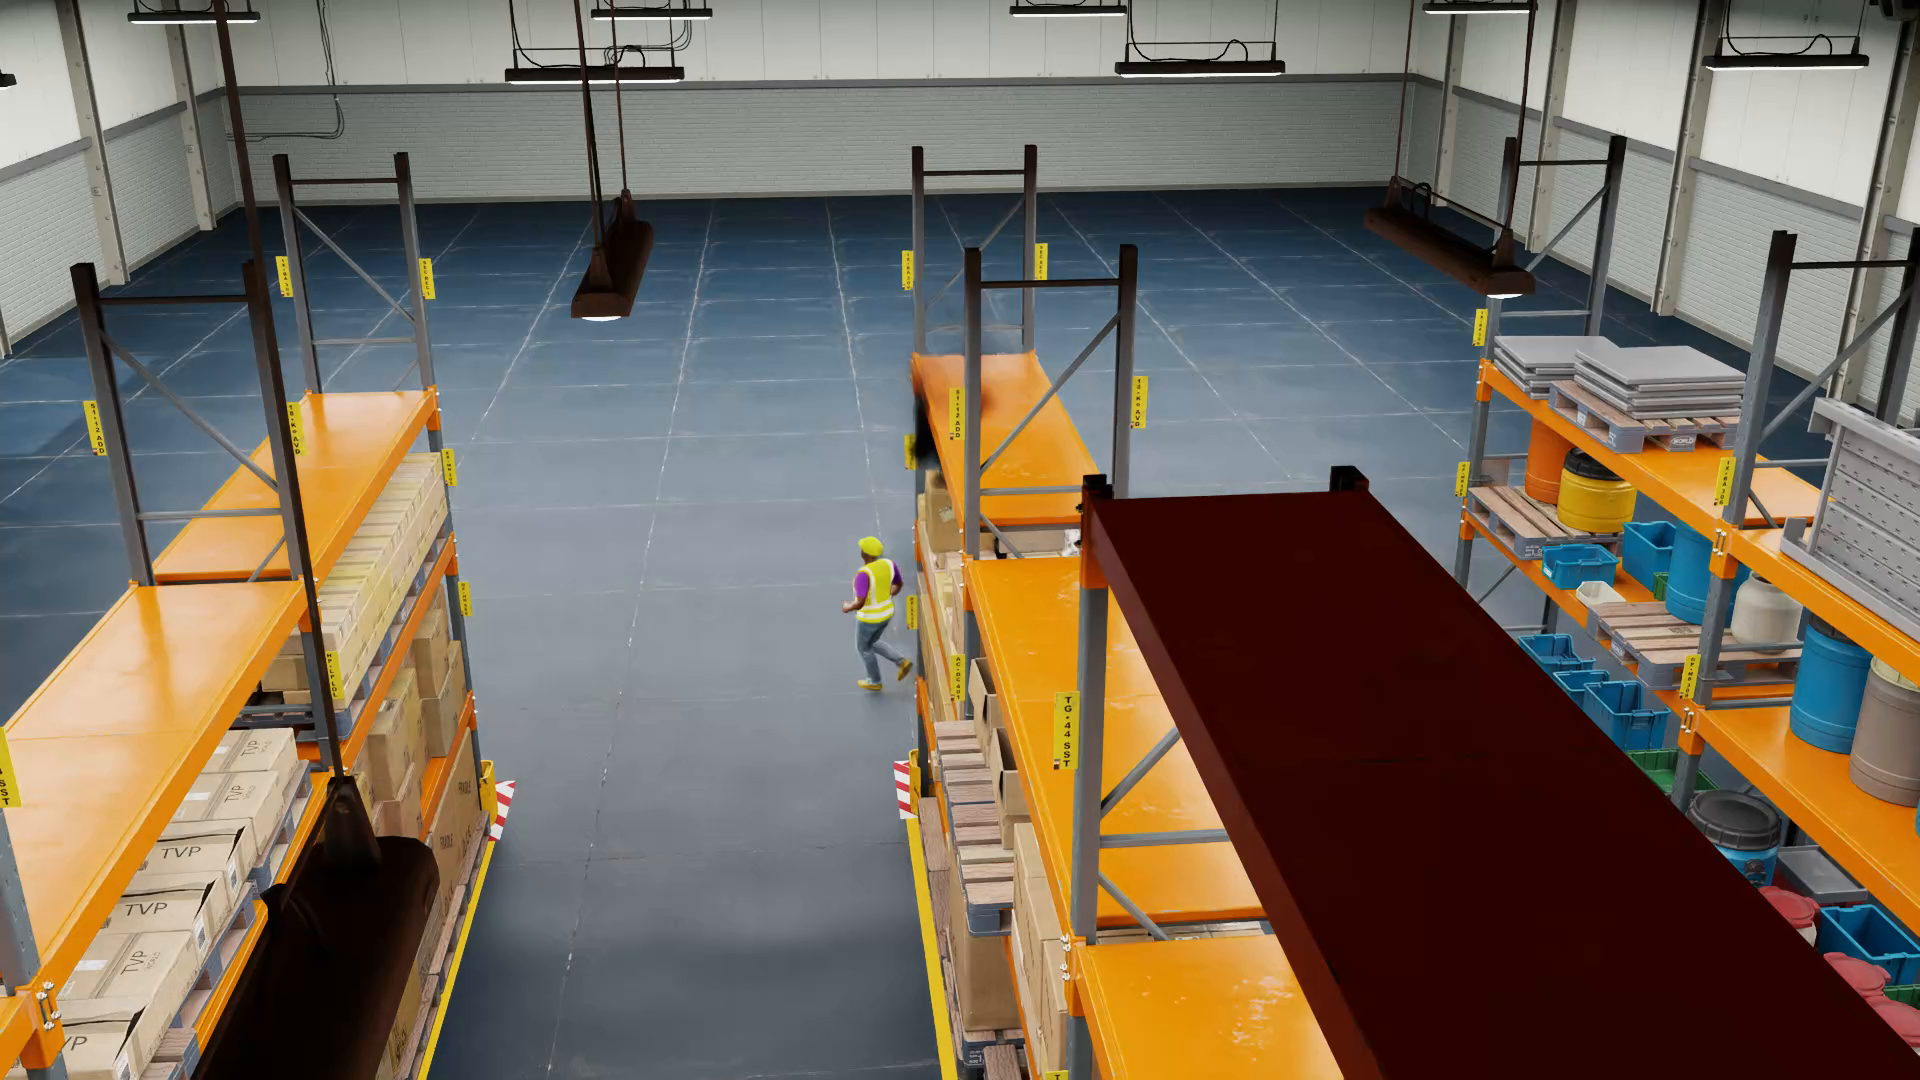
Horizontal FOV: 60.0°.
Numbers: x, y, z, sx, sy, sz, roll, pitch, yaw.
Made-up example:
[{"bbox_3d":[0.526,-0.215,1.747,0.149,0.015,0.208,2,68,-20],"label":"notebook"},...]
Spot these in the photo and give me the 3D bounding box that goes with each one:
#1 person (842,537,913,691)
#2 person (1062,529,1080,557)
[{"bbox_3d":[-0.868,0.798,17.303,0.636,1.738,0.694,14,26,32],"label":"person"},{"bbox_3d":[1.234,0.256,18.768,0.773,1.657,0.633,10,24,23],"label":"person"}]
